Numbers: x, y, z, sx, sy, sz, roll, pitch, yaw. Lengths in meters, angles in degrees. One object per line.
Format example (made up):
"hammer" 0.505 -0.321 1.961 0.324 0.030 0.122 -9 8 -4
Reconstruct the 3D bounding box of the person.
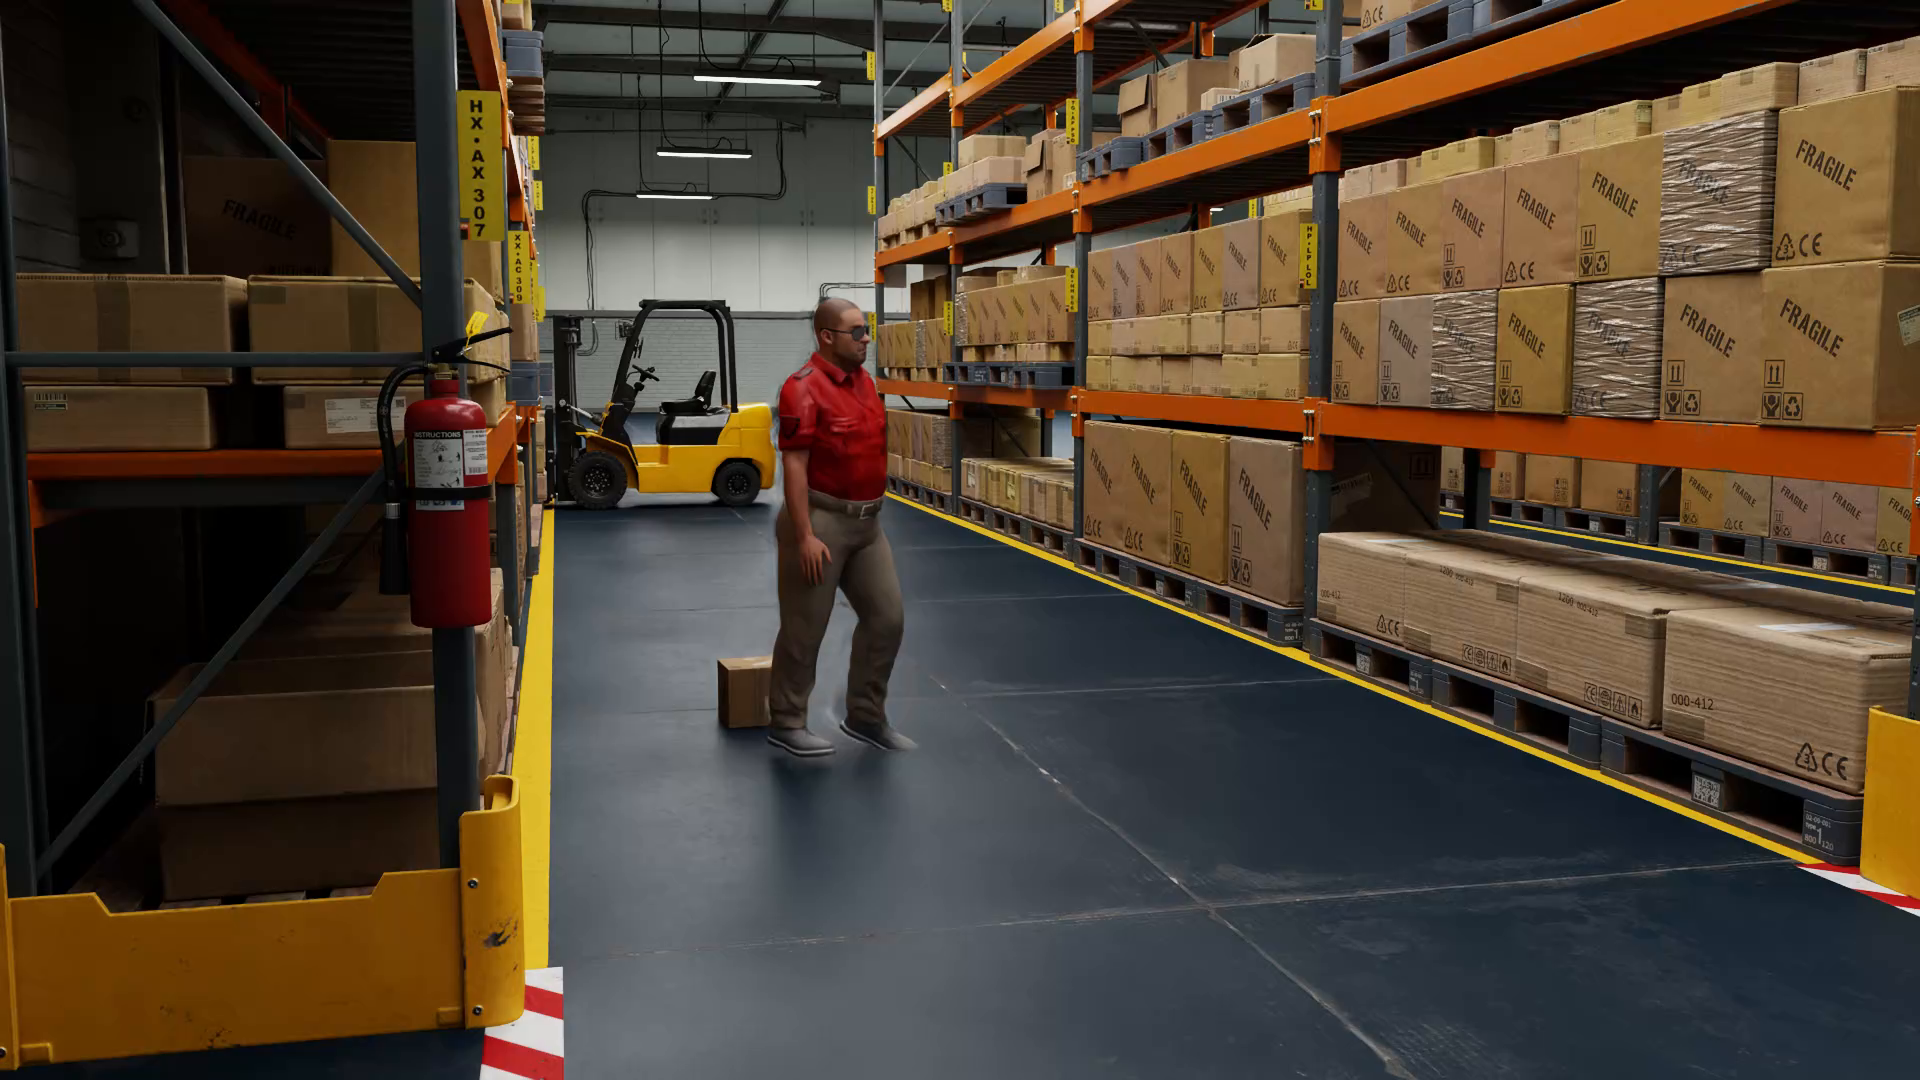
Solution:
"person" -0.474 -0.014 6.266 0.491 1.769 0.664 4 8 36
